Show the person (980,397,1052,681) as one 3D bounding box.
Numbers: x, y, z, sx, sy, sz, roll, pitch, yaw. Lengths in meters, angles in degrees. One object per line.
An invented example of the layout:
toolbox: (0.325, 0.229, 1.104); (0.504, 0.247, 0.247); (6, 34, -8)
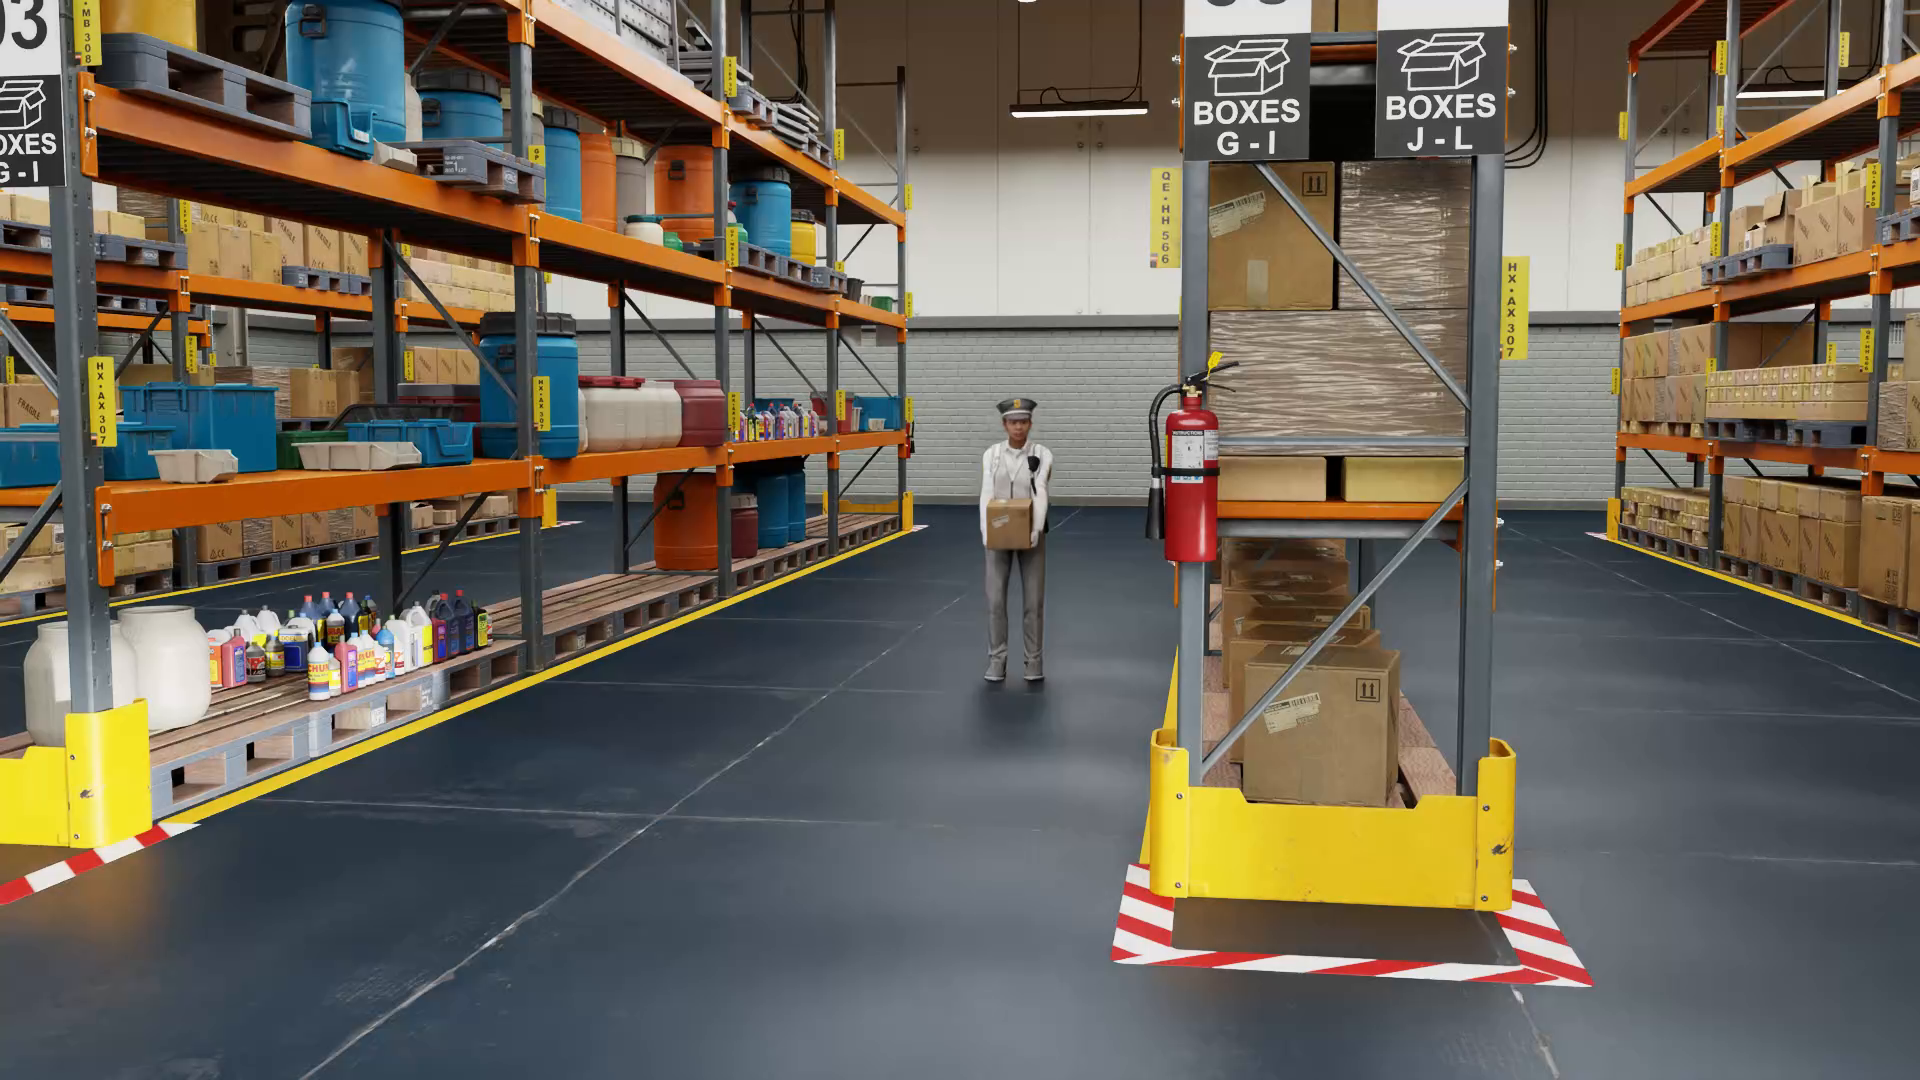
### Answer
person: (0.330, -0.004, 9.883); (0.416, 1.684, 0.530); (1, 5, 8)
